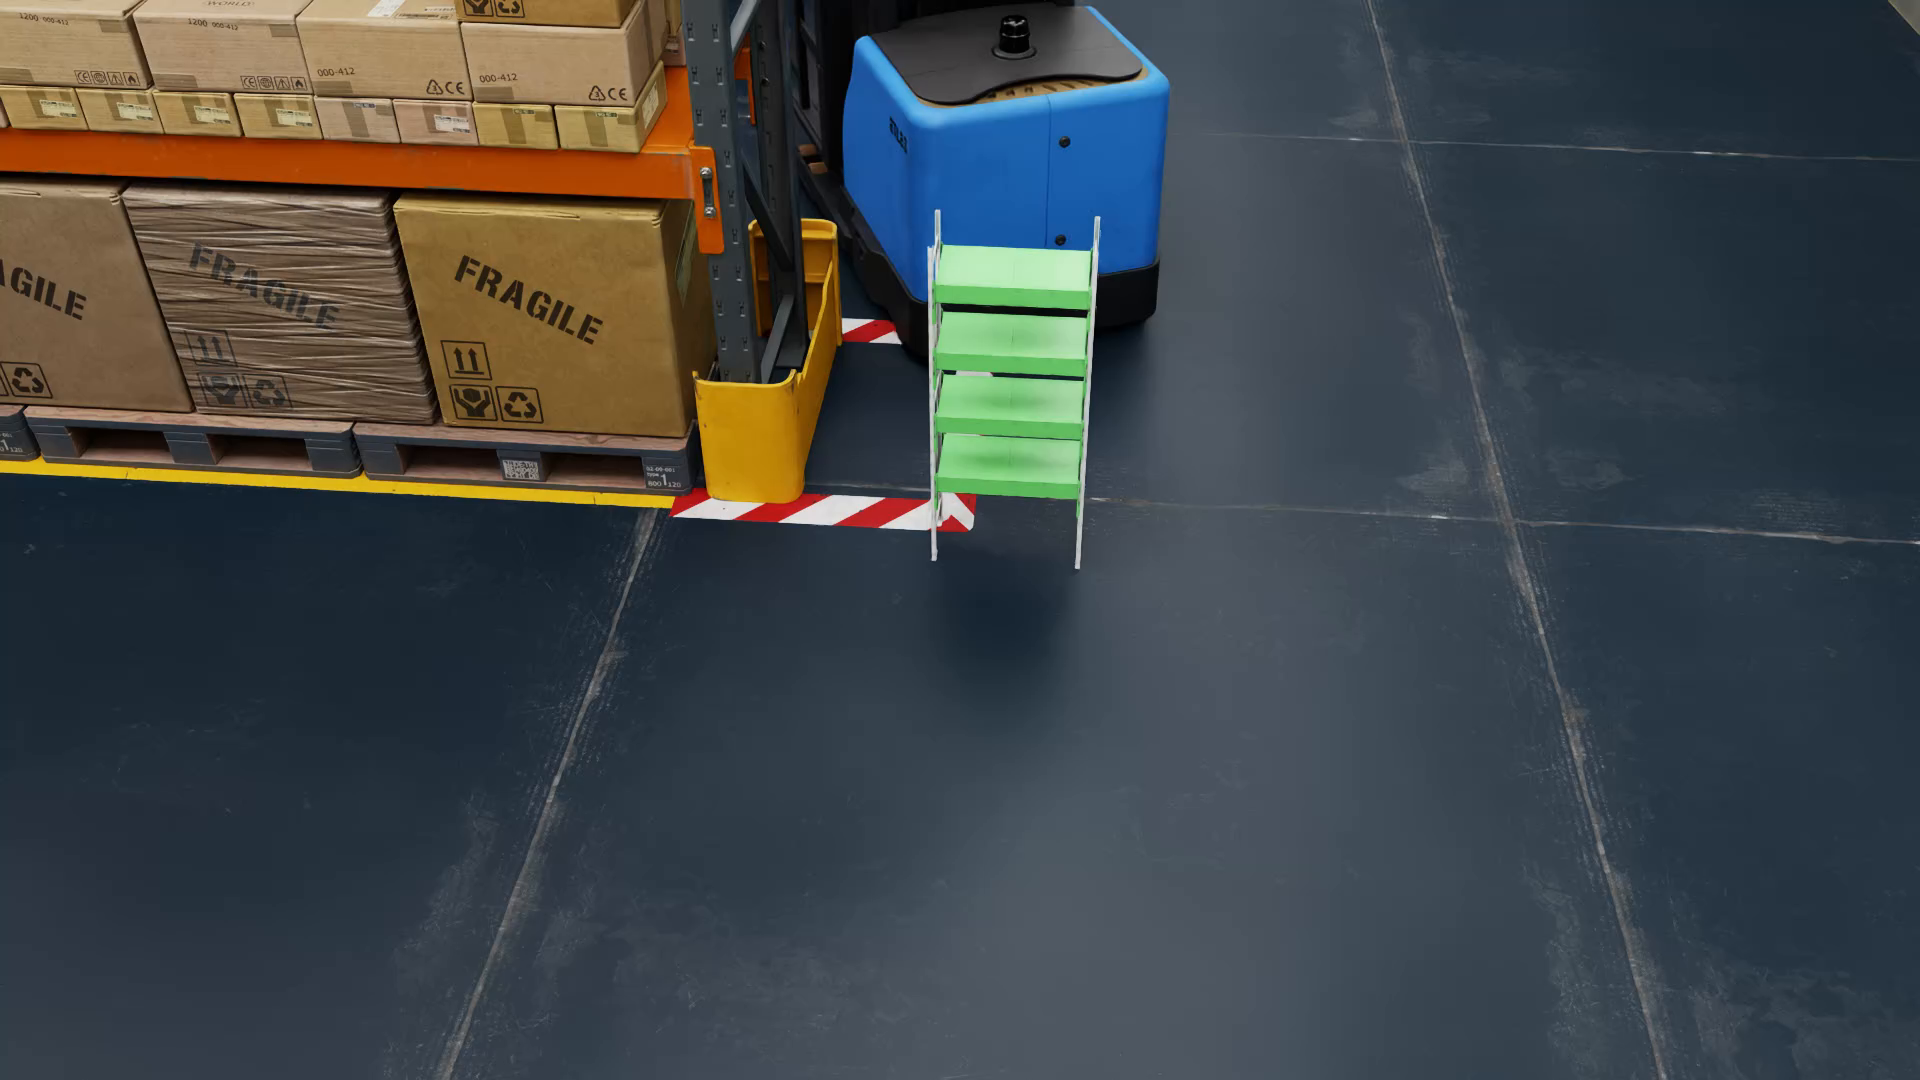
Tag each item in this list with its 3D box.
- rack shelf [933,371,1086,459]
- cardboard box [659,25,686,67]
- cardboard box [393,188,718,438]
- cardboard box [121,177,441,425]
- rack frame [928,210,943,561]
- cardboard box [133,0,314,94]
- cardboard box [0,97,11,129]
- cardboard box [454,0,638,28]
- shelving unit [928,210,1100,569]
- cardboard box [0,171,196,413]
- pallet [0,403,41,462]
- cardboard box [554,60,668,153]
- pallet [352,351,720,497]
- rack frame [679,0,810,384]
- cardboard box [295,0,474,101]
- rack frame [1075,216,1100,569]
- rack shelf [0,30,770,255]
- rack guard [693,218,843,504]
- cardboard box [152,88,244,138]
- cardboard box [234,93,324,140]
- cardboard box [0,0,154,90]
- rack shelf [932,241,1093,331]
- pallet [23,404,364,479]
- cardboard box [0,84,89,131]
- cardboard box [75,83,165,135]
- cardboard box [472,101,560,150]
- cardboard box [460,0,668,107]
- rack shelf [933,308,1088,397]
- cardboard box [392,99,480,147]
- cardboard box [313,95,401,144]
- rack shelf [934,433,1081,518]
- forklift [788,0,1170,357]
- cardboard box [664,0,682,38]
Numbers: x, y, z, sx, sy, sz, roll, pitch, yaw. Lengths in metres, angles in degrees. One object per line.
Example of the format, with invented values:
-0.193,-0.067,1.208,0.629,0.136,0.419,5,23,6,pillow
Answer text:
0.165,-0.407,5.400,0.480,0.148,0.258,3,39,4,rack shelf
-1.042,-1.796,5.779,0.250,0.149,0.380,4,39,4,cardboard box
-1.361,-0.990,5.941,0.875,0.875,0.875,3,39,4,cardboard box
-2.268,-1.040,6.001,0.875,0.875,0.875,3,39,4,cardboard box
-0.078,-0.470,5.376,0.015,1.200,0.240,3,39,4,rack frame
-2.235,-1.639,5.271,0.500,0.250,0.500,2,39,2,cardboard box
-3.144,-1.492,5.405,0.250,0.149,0.380,4,39,4,cardboard box
-1.225,-1.876,4.968,0.500,0.500,0.500,4,39,4,cardboard box
0.165,-0.456,5.360,0.503,1.200,0.258,3,39,4,shelving unit
-3.154,-1.088,6.061,0.875,0.875,0.875,3,39,4,cardboard box
-3.951,-0.712,6.458,1.213,0.211,1.003,3,39,4,pallet
-1.100,-1.382,5.270,0.250,0.149,0.380,4,39,5,cardboard box
-1.520,-0.579,6.295,1.213,0.211,1.003,3,39,4,pallet
-0.717,-1.667,5.421,0.127,3.000,1.000,3,39,4,rack frame
-1.728,-1.611,5.237,0.500,0.250,0.500,2,39,3,cardboard box
0.408,-0.443,5.344,0.015,1.200,0.240,3,39,4,rack frame
-2.709,-1.497,5.782,4.000,0.370,1.077,3,39,4,rack shelf
-0.693,-0.696,6.209,0.348,0.500,1.175,3,39,4,rack guard
-2.376,-1.450,5.354,0.250,0.149,0.380,3,39,4,cardboard box
-2.118,-1.436,5.337,0.250,0.149,0.380,2,39,3,cardboard box
-2.754,-1.665,5.302,0.500,0.250,0.500,3,39,4,cardboard box
0.165,-0.779,5.097,0.480,0.148,0.258,3,39,4,rack shelf
-2.732,-0.648,6.378,1.213,0.211,1.003,3,39,4,pallet
-2.883,-1.478,5.389,0.250,0.149,0.380,2,39,3,cardboard box
-2.623,-1.465,5.373,0.250,0.149,0.380,4,39,5,cardboard box
-1.359,-1.395,5.286,0.250,0.149,0.380,4,39,4,cardboard box
-1.222,-1.583,5.202,0.500,0.250,0.500,3,39,3,cardboard box
0.165,-0.593,5.249,0.480,0.148,0.258,3,39,4,rack shelf
-1.610,-1.409,5.304,0.250,0.149,0.380,3,39,4,cardboard box
-1.859,-1.423,5.321,0.250,0.149,0.380,4,39,5,cardboard box
0.165,-0.221,5.552,0.480,0.148,0.258,3,39,4,rack shelf
-0.157,-2.786,6.851,1.130,2.935,3.031,-12,41,-15,forklift
-1.172,-1.920,5.616,0.500,0.250,0.500,2,39,3,cardboard box
